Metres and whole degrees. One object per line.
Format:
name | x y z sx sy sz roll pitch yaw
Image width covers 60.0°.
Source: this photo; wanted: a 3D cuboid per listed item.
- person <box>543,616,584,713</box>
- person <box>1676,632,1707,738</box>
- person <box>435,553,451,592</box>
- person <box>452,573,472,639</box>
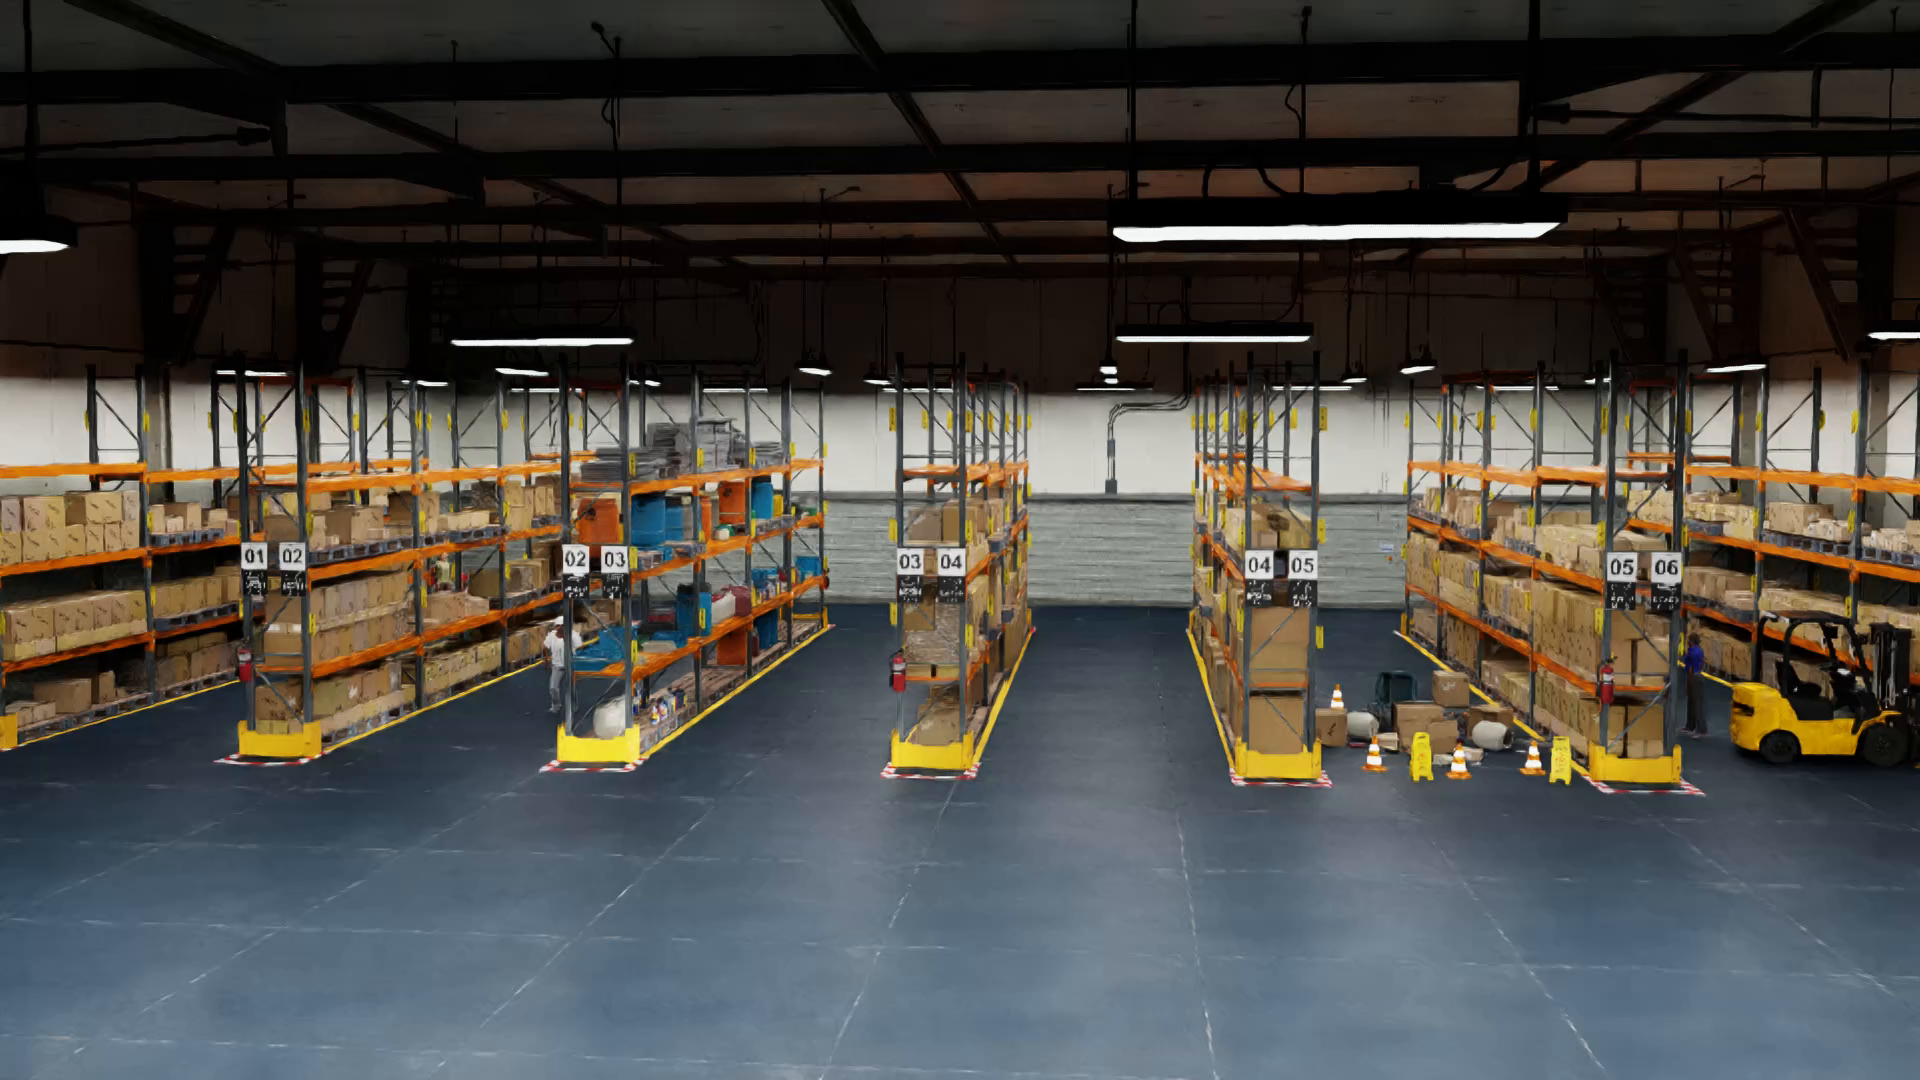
person | -6.787 2.134 28.442 0.719 1.714 0.578 0 4 3
person | 11.657 2.282 26.465 0.535 1.655 0.575 3 5 36
person | -13.503 1.109 43.147 0.434 1.666 0.647 4 6 43
person | -10.805 1.560 36.226 0.550 1.709 1.128 0 4 3
